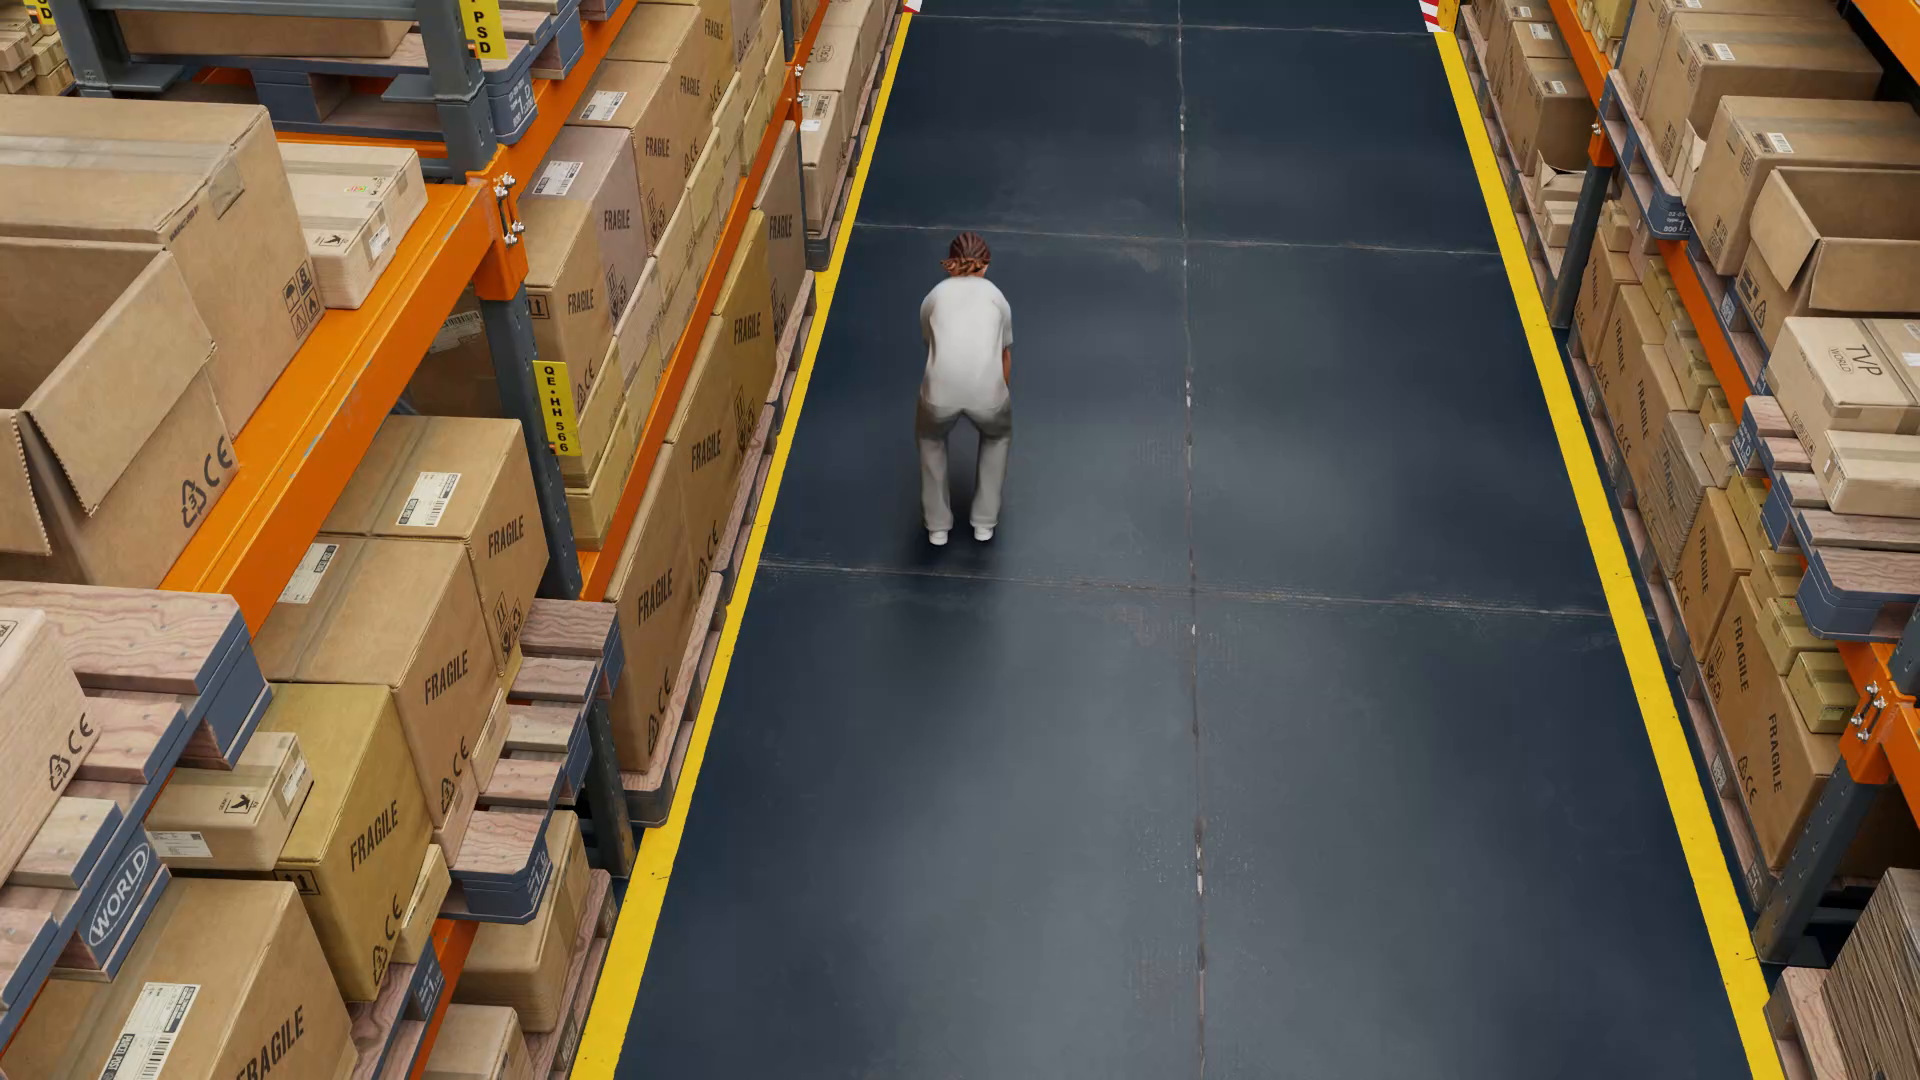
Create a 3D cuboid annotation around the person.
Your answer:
[{"bbox_3d":[0.023,-0.640,7.272,0.428,1.217,0.836,2,40,2],"label":"person"}]
